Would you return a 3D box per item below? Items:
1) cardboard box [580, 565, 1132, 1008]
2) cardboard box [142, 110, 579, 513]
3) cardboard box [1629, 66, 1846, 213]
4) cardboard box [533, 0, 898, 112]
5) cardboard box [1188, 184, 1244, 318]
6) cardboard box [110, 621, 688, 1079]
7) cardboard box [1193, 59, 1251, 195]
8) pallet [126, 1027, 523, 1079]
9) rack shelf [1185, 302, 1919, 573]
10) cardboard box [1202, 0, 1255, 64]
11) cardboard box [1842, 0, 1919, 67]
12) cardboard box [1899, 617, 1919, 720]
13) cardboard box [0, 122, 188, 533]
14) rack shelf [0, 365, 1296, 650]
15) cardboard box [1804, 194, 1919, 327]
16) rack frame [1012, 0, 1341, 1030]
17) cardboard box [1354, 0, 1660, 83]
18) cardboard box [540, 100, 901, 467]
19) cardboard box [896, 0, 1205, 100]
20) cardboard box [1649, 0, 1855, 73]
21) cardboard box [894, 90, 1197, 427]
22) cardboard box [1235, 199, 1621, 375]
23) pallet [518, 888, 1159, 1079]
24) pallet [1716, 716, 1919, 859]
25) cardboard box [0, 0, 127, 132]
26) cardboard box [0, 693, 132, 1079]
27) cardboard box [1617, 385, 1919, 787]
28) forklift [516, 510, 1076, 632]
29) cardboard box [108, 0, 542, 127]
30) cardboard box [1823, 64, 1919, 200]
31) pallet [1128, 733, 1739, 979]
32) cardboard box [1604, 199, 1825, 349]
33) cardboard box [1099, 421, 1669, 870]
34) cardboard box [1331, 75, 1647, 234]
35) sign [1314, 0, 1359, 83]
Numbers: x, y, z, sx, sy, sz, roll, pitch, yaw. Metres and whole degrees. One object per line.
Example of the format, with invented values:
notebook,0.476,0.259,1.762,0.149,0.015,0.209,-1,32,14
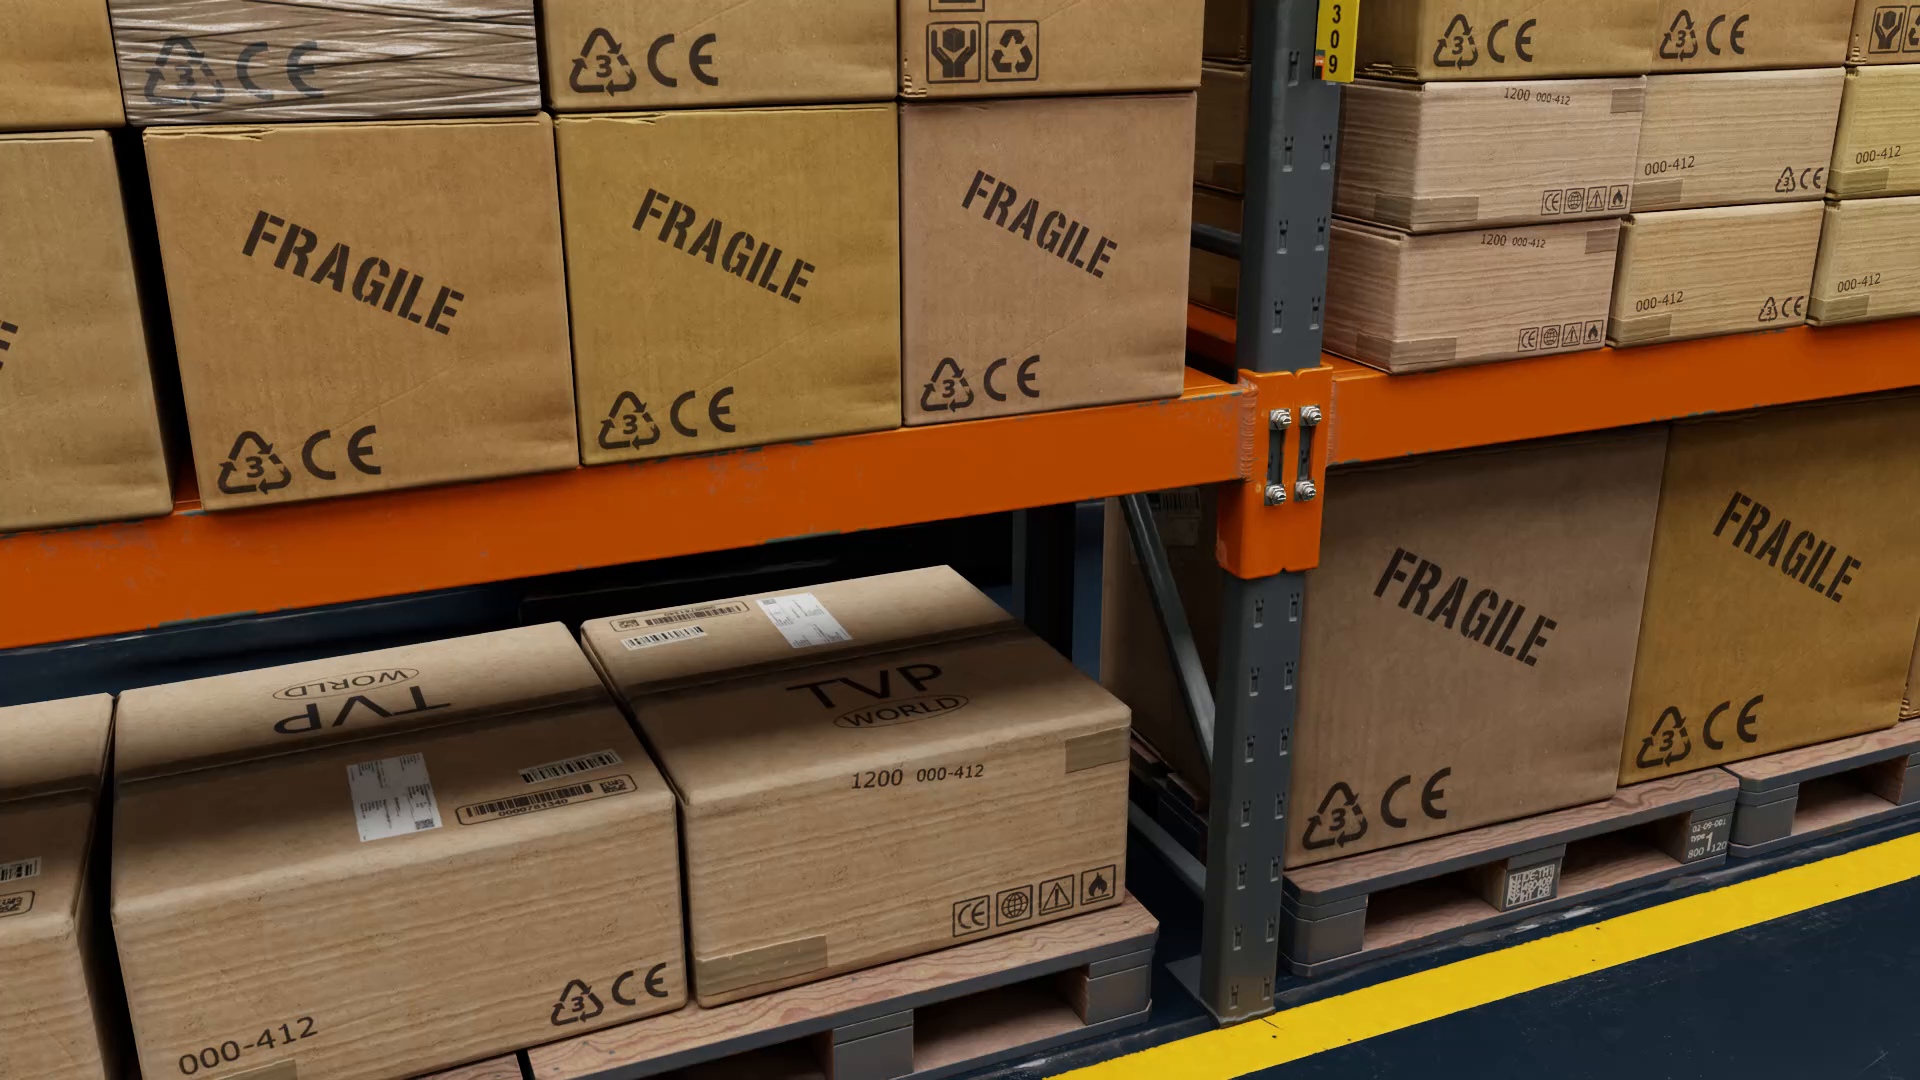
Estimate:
cardboard box,-0.245,0.451,3.451,0.875,0.438,0.875,-8,21,-23
cardboard box,-0.876,-0.378,2.428,0.500,0.500,0.500,-8,21,-23
cardboard box,1.358,-0.824,3.318,0.500,0.250,0.500,-8,21,-21
cardboard box,-0.419,-0.918,2.457,0.500,0.500,0.500,-8,21,-23
cardboard box,0.687,-0.675,3.648,0.500,0.250,0.500,-9,21,-23
cardboard box,-1.066,0.569,3.116,0.875,0.438,0.875,-9,21,-24
cardboard box,0.683,-0.907,3.554,0.500,0.250,0.500,-8,21,-22
pallet,-1.477,0.944,3.025,1.213,0.211,1.003,-8,21,-22
rack shelf,2.211,-0.534,4.104,4.000,0.370,1.077,-8,21,-22
cardboard box,0.685,-1.264,3.439,0.500,0.500,0.500,-7,21,-20
cardboard box,1.810,-1.239,3.369,0.500,0.500,0.500,-9,21,-23
cardboard box,2.560,-0.150,4.499,0.875,0.875,0.875,-8,21,-21
cardboard box,-1.363,-0.314,2.246,0.500,0.500,0.500,-7,21,-20
rack shelf,-1.462,-0.007,2.610,4.000,0.370,1.077,-8,21,-22
cardboard box,1.834,-0.647,3.570,0.500,0.250,0.500,-8,21,-22
rack frame,0.374,-0.610,3.237,0.127,3.000,1.000,-8,21,-22
cardboard box,0.892,-1.099,2.970,0.500,0.500,0.500,-8,21,-21
cardboard box,-0.420,-0.449,2.629,0.500,0.500,0.500,-9,21,-23
cardboard box,0.051,-0.982,2.639,0.500,0.500,0.500,-8,21,-22
cardboard box,1.349,-1.174,3.184,0.500,0.500,0.500,-8,21,-22
cardboard box,0.050,-0.518,2.826,0.500,0.500,0.500,-8,21,-21
cardboard box,0.883,-0.516,3.198,0.500,0.250,0.500,-9,21,-23
pallet,-0.355,0.782,3.484,1.213,0.211,1.003,-8,21,-22
pallet,2.175,0.419,4.513,1.213,0.211,1.003,-8,21,-22
cardboard box,-1.346,-0.785,2.078,0.500,0.500,0.500,-8,21,-22
cardboard box,-1.895,0.687,2.781,0.875,0.438,0.875,-8,21,-20
cardboard box,1.738,-0.033,4.166,0.875,0.875,0.875,-8,21,-20
forklift,-1.179,-1.262,5.194,3.031,2.935,1.130,-7,20,-18
cardboard box,-0.882,-0.848,2.258,0.500,0.500,0.500,-8,21,-21
cardboard box,1.832,-0.882,3.484,0.500,0.250,0.500,-8,21,-21
pallet,1.053,0.581,4.054,1.213,0.211,1.003,-8,21,-22
cardboard box,1.358,-0.585,3.393,0.500,0.250,0.500,-9,21,-23
cardboard box,0.912,0.088,3.821,0.875,0.875,0.875,-7,21,-20
cardboard box,0.890,-0.747,3.099,0.500,0.250,0.500,-9,21,-23
sign,0.596,-0.886,2.600,0.005,0.325,0.100,-8,21,-22
